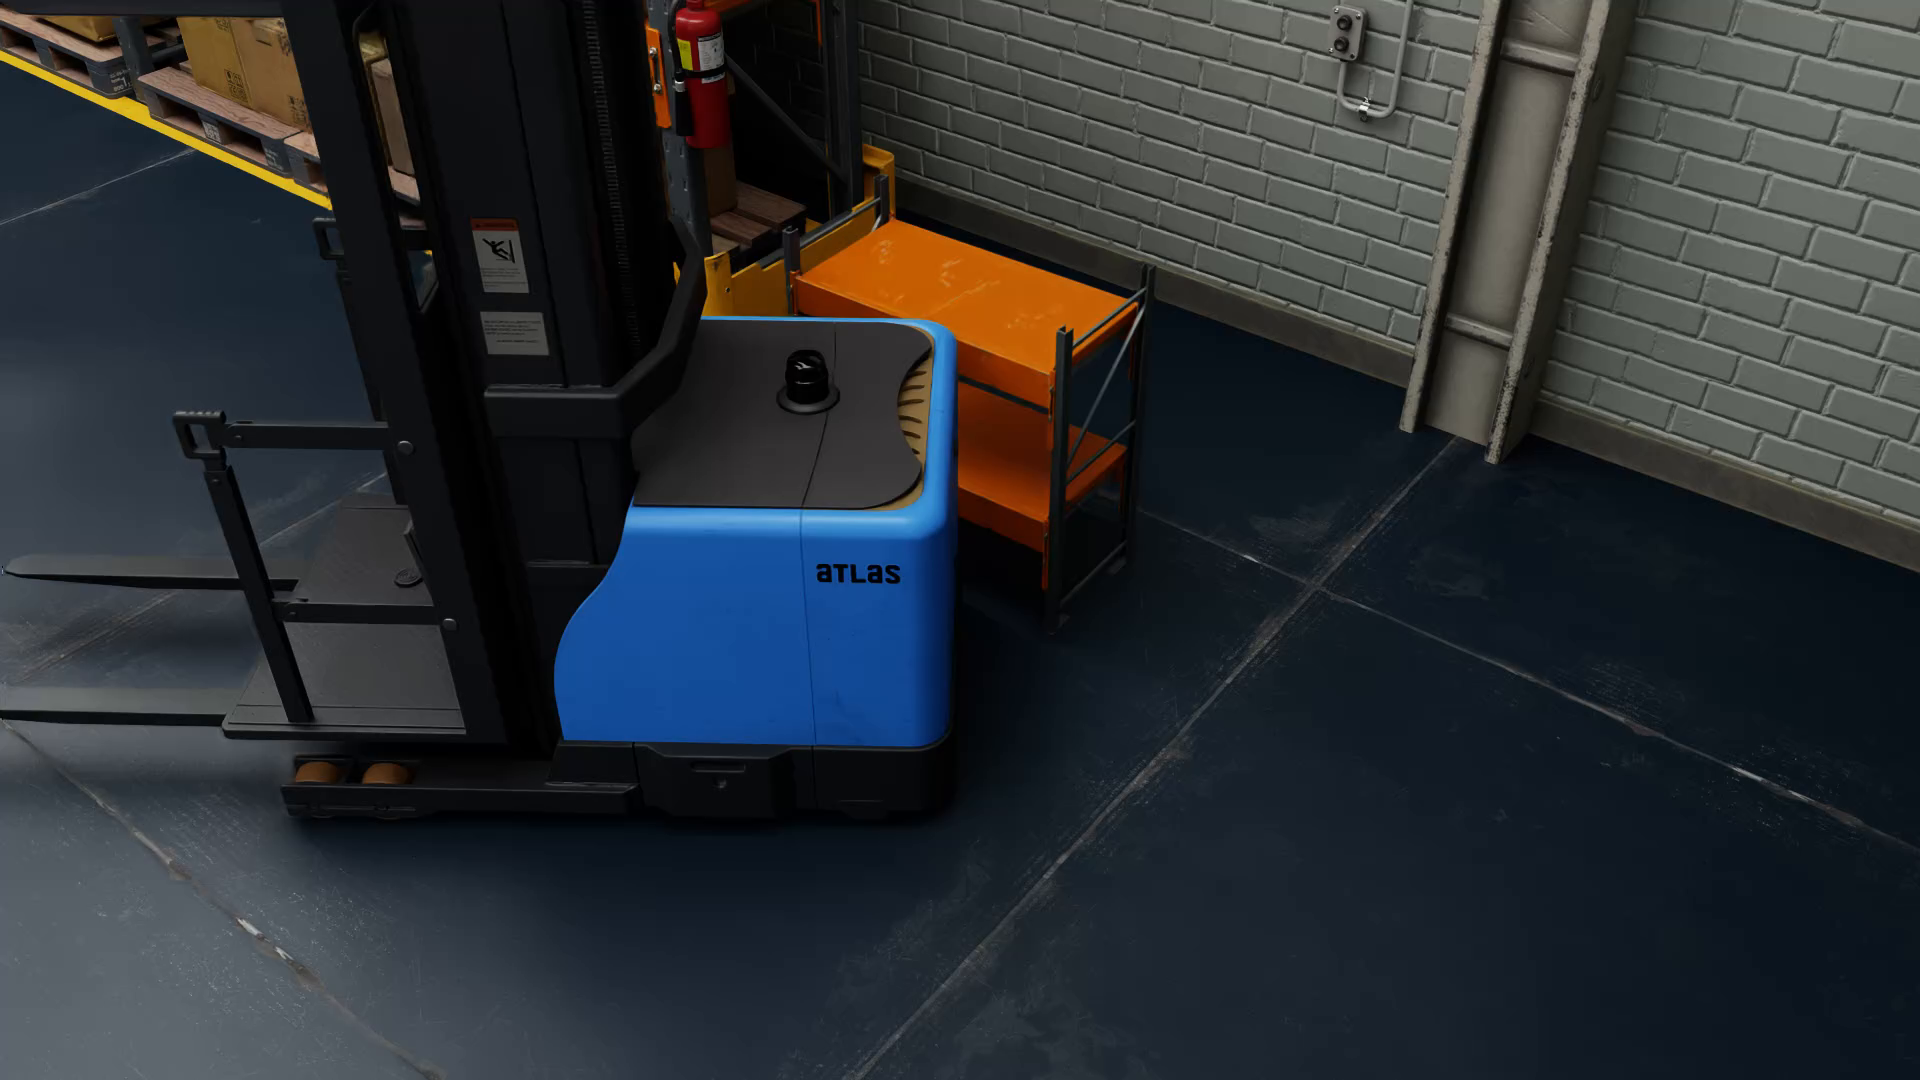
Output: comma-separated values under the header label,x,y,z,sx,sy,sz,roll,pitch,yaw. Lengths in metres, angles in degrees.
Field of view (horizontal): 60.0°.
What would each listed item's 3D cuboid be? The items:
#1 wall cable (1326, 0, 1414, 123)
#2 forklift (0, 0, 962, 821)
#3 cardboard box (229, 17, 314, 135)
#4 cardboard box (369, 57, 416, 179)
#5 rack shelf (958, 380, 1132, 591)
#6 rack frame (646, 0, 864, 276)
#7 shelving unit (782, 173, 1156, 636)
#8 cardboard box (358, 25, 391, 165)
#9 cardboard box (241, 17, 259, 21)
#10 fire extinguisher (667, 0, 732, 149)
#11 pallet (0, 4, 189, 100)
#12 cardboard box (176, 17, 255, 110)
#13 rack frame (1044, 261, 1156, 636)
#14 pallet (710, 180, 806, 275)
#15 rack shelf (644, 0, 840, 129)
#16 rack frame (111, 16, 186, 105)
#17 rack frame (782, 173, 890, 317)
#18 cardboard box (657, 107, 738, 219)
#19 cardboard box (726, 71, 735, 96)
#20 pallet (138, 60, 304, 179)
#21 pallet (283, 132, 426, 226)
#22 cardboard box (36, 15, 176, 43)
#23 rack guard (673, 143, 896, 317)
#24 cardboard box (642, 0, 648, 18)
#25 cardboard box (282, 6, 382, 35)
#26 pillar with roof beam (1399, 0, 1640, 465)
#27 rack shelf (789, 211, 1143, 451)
label,x,y,z,sx,sy,sz,roll,pitch,yaw
wall cable,0.831,-2.576,5.783,1.851,1.984,0.084,25,45,29
forklift,-1.521,-0.684,4.246,3.031,2.935,1.130,1,38,1
cardboard box,-3.009,-2.351,8.007,0.500,0.500,0.700,25,44,28
cardboard box,-2.175,-1.962,7.510,0.500,0.500,0.700,24,44,27
rack shelf,0.019,-0.256,5.561,1.000,0.278,0.538,24,44,28
rack frame,-0.760,-2.192,6.117,0.127,3.000,1.000,25,45,29
shelving unit,0.019,-0.448,5.410,1.048,1.125,0.538,24,44,28
cardboard box,-2.602,-2.158,7.760,0.500,0.500,0.700,26,45,30
cardboard box,-3.245,-2.579,7.772,0.250,0.149,0.380,27,45,30
fire extinguisher,-0.921,-1.733,5.895,0.183,0.674,0.296,25,45,29
pallet,-4.596,-2.844,9.212,1.213,0.211,1.003,25,45,29
cardboard box,-3.406,-2.541,8.250,0.500,0.500,0.700,26,45,29
rack frame,0.430,-0.264,5.174,0.032,1.125,0.500,24,44,28
pallet,-1.443,-1.355,7.310,1.213,0.211,1.003,25,45,29
rack shelf,-2.349,-2.658,7.295,4.000,0.370,1.077,25,45,29
rack frame,-3.938,-3.690,8.030,0.127,3.000,1.000,25,45,29
rack frame,-0.392,-0.633,5.645,0.032,1.125,0.500,24,44,28
cardboard box,-1.377,-1.587,7.030,0.500,0.500,0.700,25,45,29
cardboard box,-1.156,-1.893,6.896,0.250,0.149,0.380,26,45,29
pallet,-3.381,-2.269,8.477,1.213,0.211,1.003,25,45,29
pallet,-2.408,-1.813,7.894,1.213,0.211,1.003,25,45,29
cardboard box,-4.533,-3.189,8.793,0.750,0.750,0.750,26,45,29
rack guard,-0.741,-1.199,6.876,0.348,0.500,1.175,25,45,29
cardboard box,-1.172,-2.497,6.262,0.700,0.700,0.980,27,46,30
cardboard box,-2.830,-2.384,7.522,0.250,0.149,0.380,24,44,27
pillar with roof beam,-0.706,-1.859,0.825,0.400,9.000,9.100,25,45,29
rack shelf,0.019,-0.679,5.230,1.000,0.278,0.538,24,44,28
